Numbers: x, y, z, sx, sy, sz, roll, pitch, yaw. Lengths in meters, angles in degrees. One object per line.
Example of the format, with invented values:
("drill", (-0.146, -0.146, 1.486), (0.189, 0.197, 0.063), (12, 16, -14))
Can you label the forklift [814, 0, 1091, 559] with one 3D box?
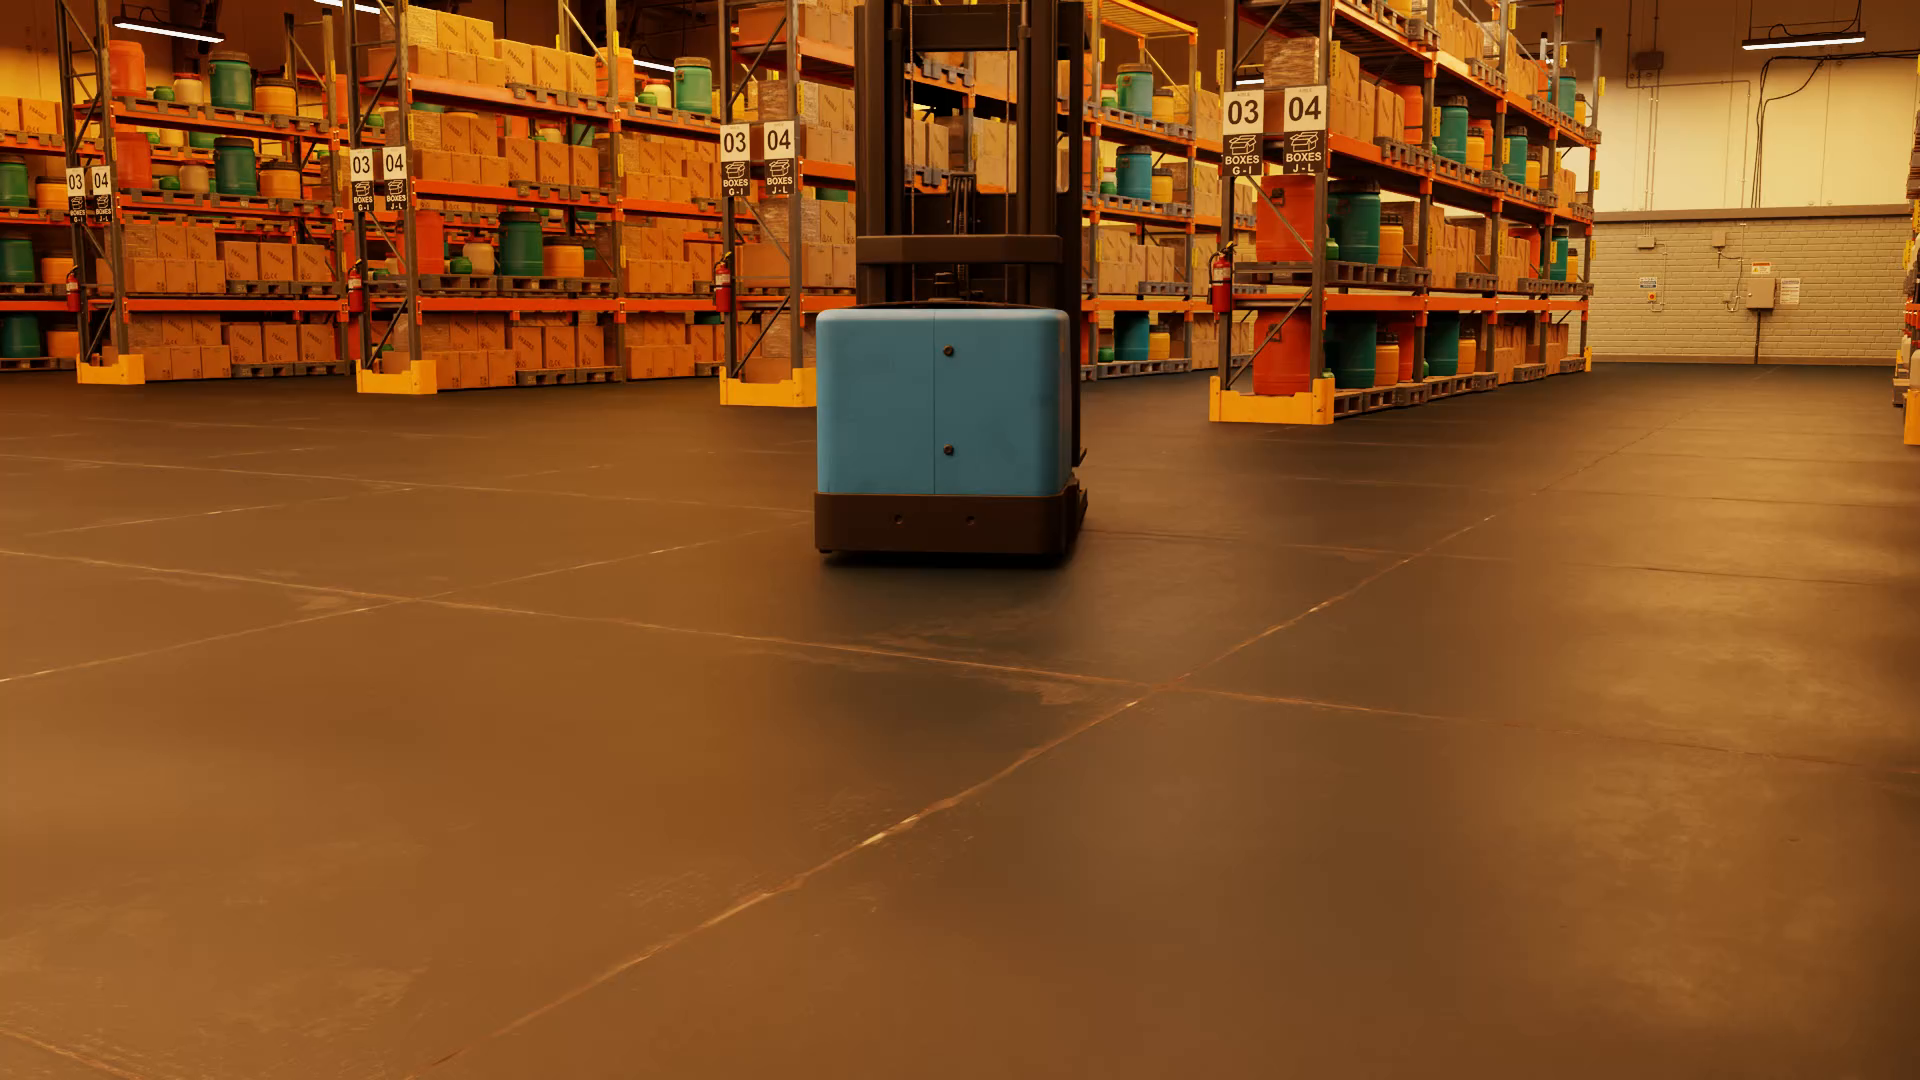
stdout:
("forklift", (0.072, -1.535, 8.212), (1.130, 2.935, 3.031), (1, 8, 7))
